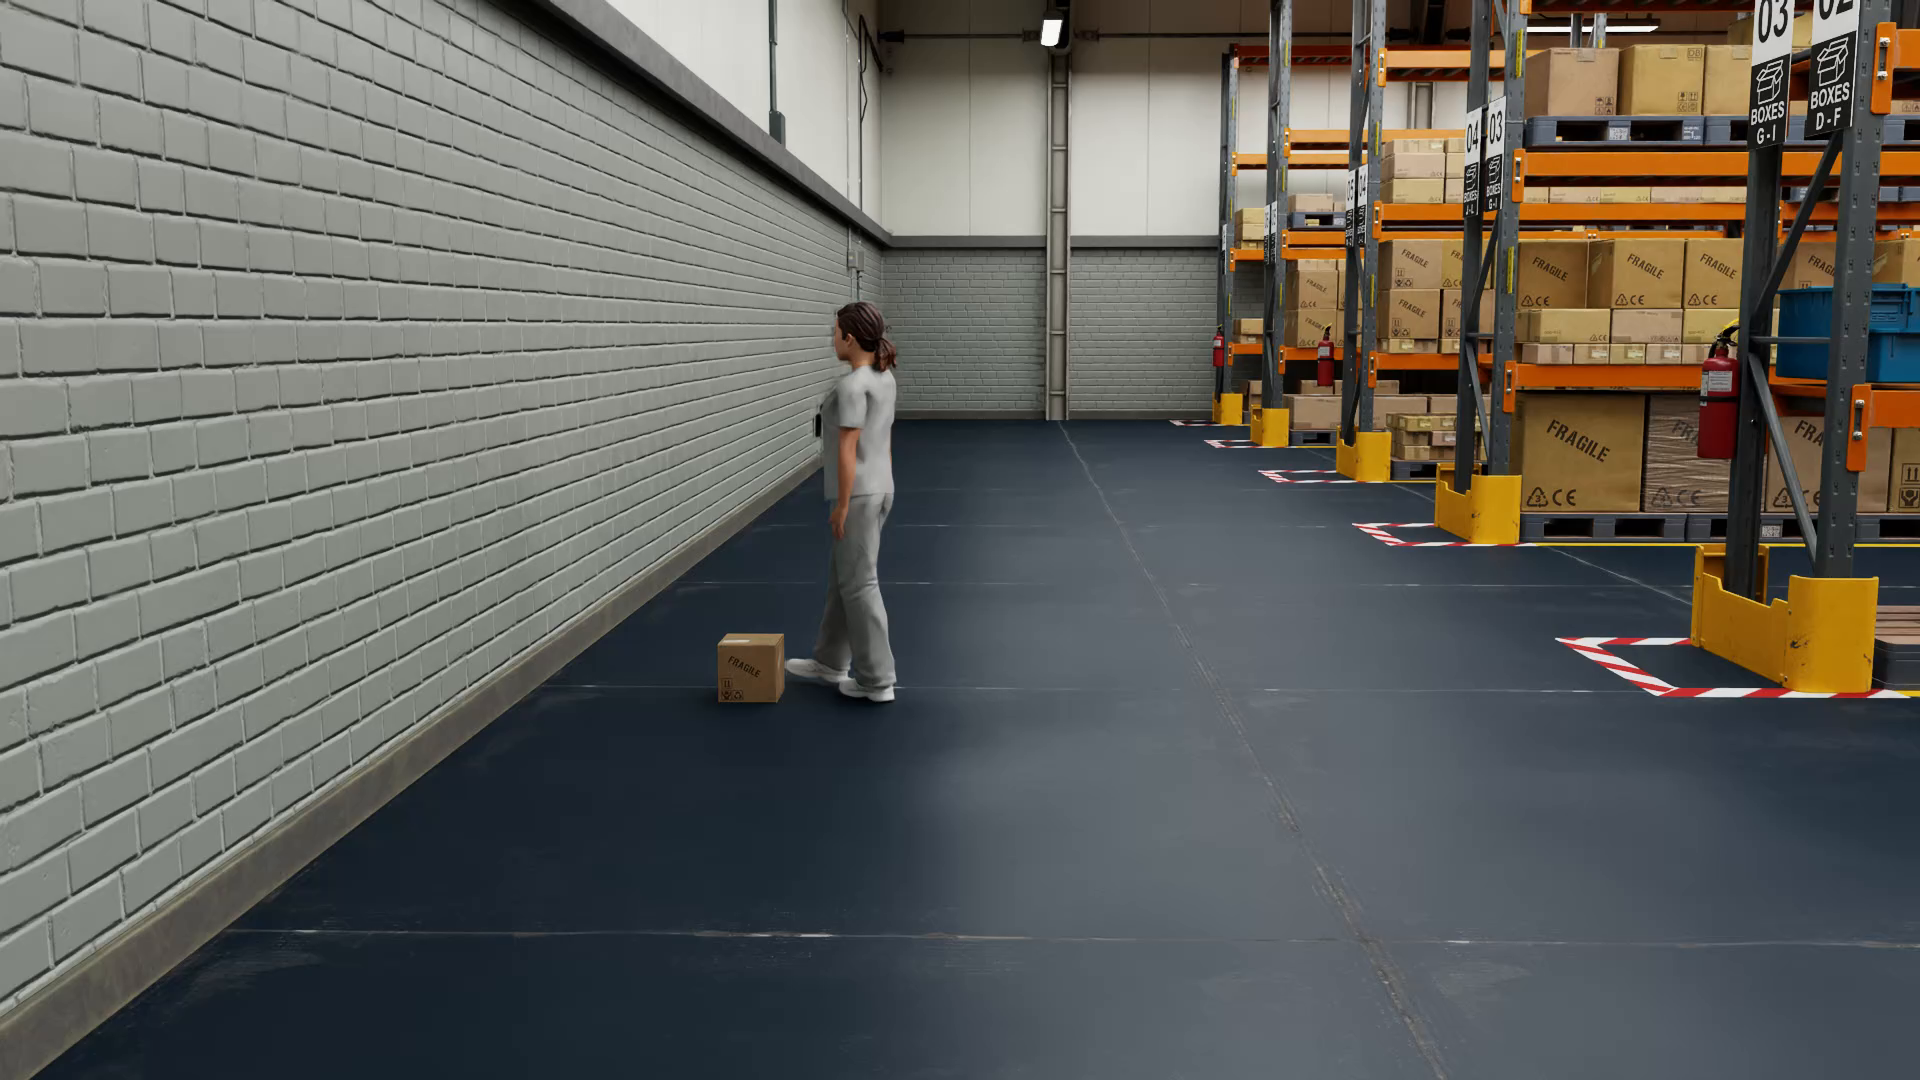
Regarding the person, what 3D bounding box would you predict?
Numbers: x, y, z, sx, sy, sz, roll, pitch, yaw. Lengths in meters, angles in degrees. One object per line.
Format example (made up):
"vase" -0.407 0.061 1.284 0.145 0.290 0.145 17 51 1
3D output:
"person" -0.542 -0.167 7.054 0.621 1.666 0.448 3 8 20
